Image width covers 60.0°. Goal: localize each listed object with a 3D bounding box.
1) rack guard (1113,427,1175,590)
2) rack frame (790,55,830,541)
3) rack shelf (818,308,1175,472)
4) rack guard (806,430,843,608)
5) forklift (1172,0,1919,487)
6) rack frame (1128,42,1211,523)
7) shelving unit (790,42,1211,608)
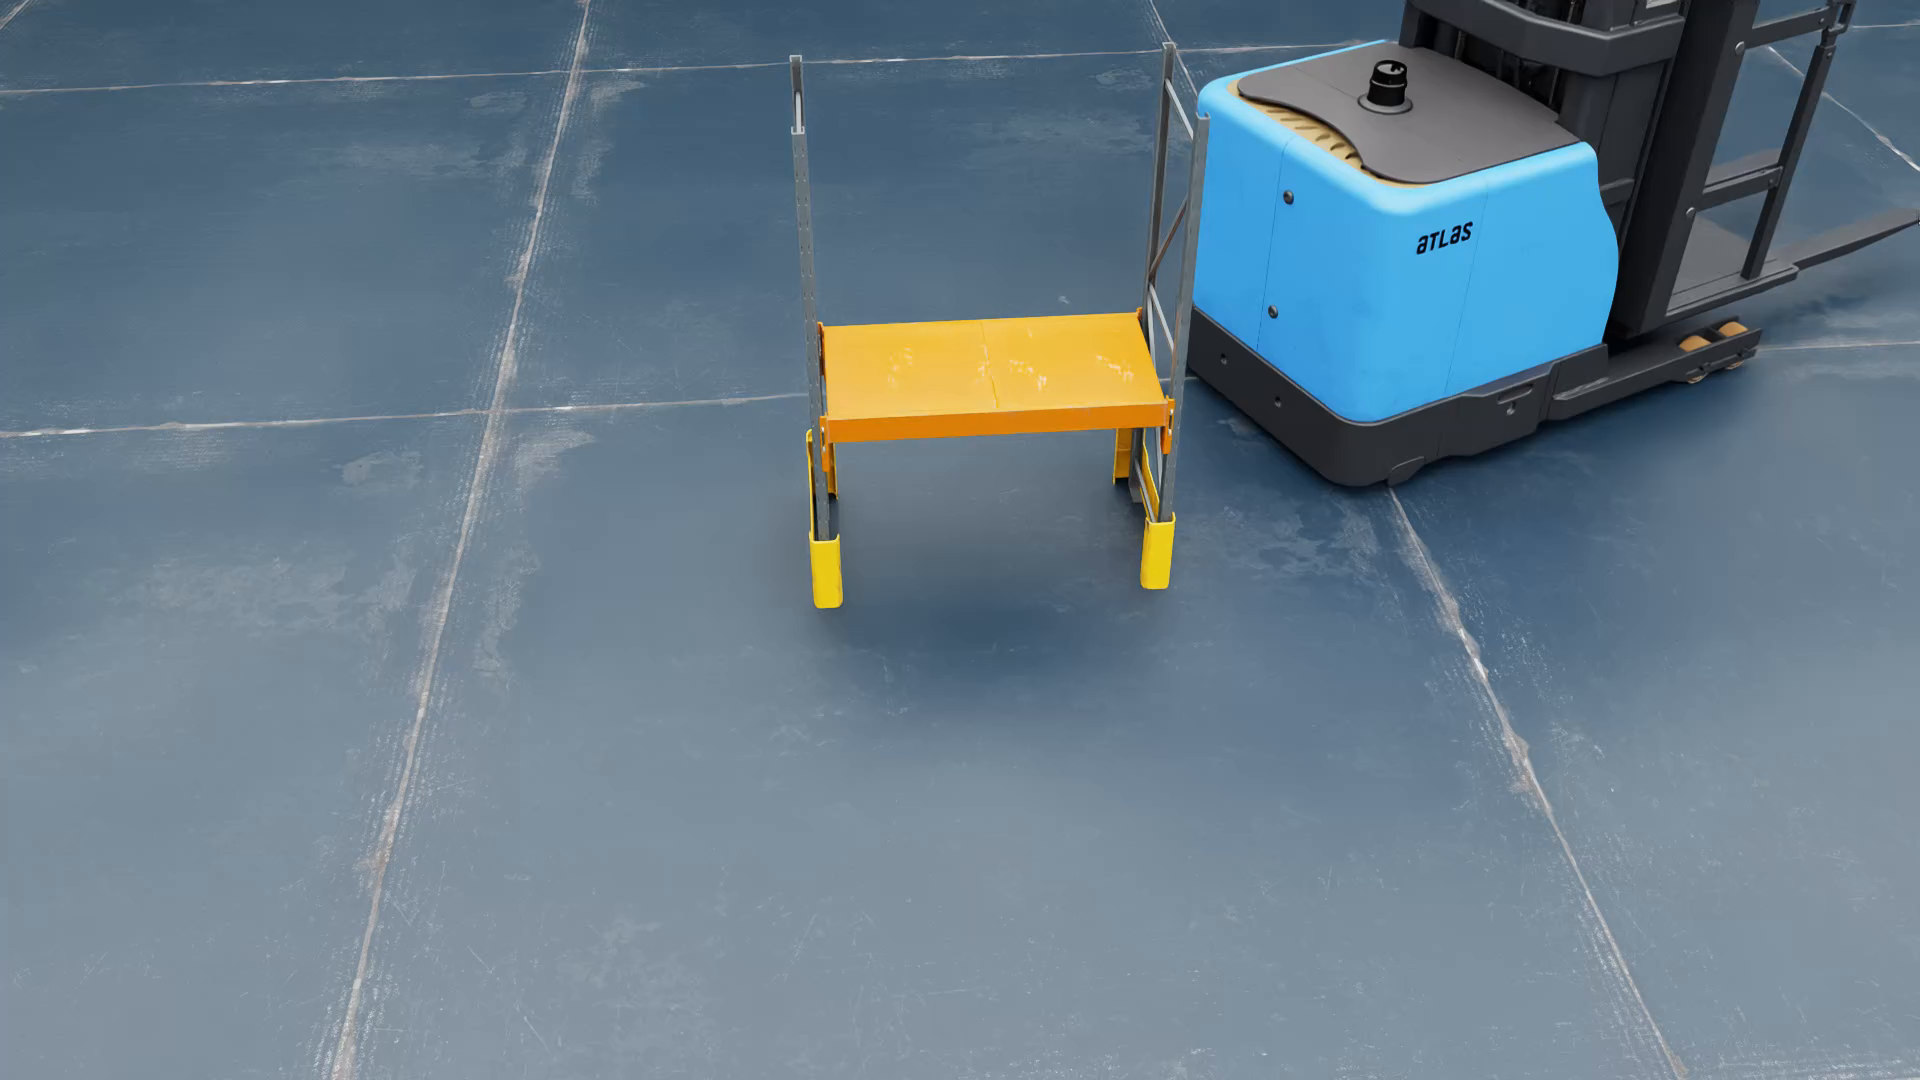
[{"bbox_3d":[0.572,-0.130,5.213,0.087,0.250,0.587,-3,38,-4],"label":"rack guard"},{"bbox_3d":[-0.421,-0.566,4.756,0.032,1.500,0.500,-3,38,-4],"label":"rack frame"},{"bbox_3d":[0.085,-0.452,4.903,1.000,0.185,0.538,-3,38,-4],"label":"rack shelf"},{"bbox_3d":[-0.420,-0.075,5.143,0.087,0.250,0.587,-3,38,-4],"label":"rack guard"},{"bbox_3d":[2.303,-1.980,5.393,3.031,2.935,1.130,-19,42,-22],"label":"forklift"},{"bbox_3d":[0.591,-0.621,4.827,0.032,1.500,0.500,-3,38,-4],"label":"rack frame"},{"bbox_3d":[0.076,-0.593,4.791,1.083,1.500,0.587,-3,38,-4],"label":"shelving unit"}]
